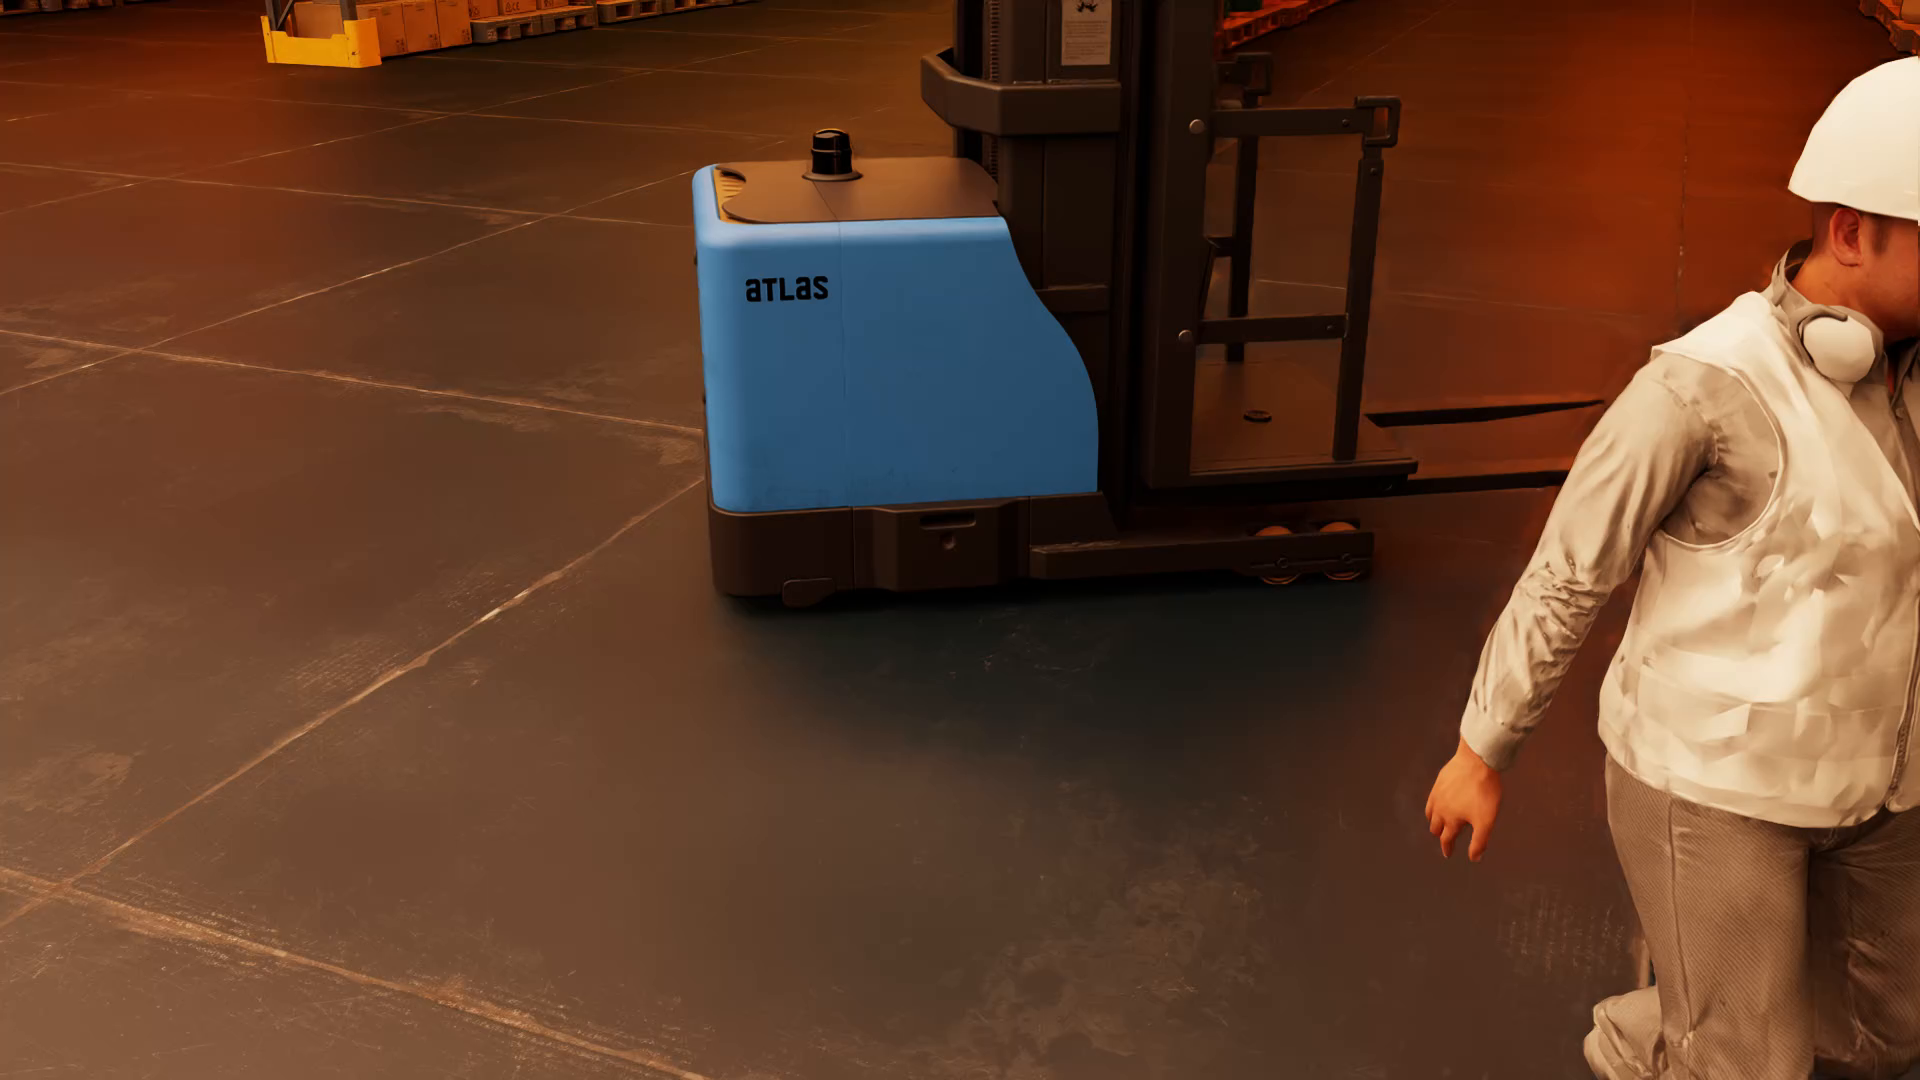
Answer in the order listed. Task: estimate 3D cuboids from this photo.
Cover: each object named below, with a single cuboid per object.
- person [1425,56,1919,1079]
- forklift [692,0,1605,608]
[{"bbox_3d":[1.045,0.288,2.137,0.803,1.755,0.630,-10,25,-22],"label":"person"},{"bbox_3d":[0.743,-1.420,4.690,3.031,2.935,1.130,-4,23,-9],"label":"forklift"}]
